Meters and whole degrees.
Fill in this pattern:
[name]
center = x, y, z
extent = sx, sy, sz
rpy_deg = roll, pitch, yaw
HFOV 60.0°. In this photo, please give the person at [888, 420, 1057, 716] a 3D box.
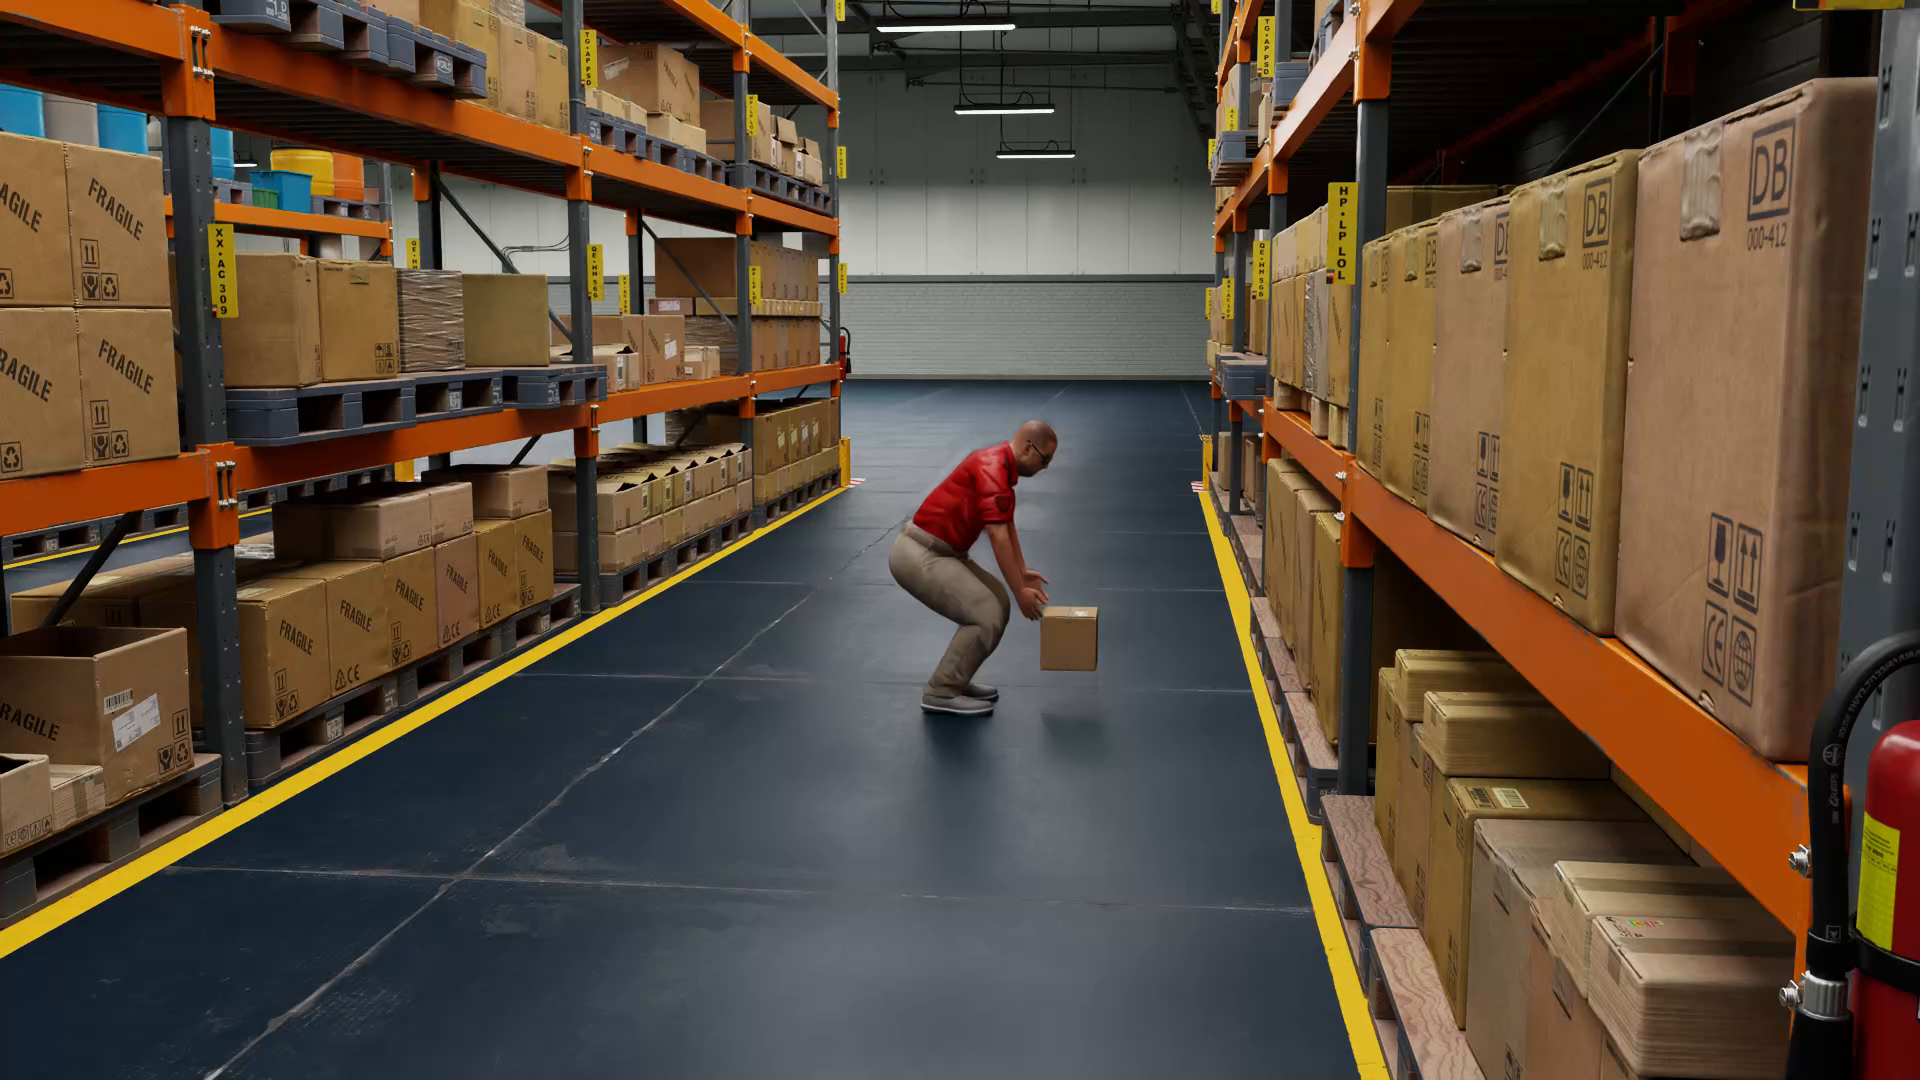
[person]
center = 0.064, 0.108, 7.612
extent = 0.753, 1.322, 0.590
rpy_deg = 1, 8, 6
